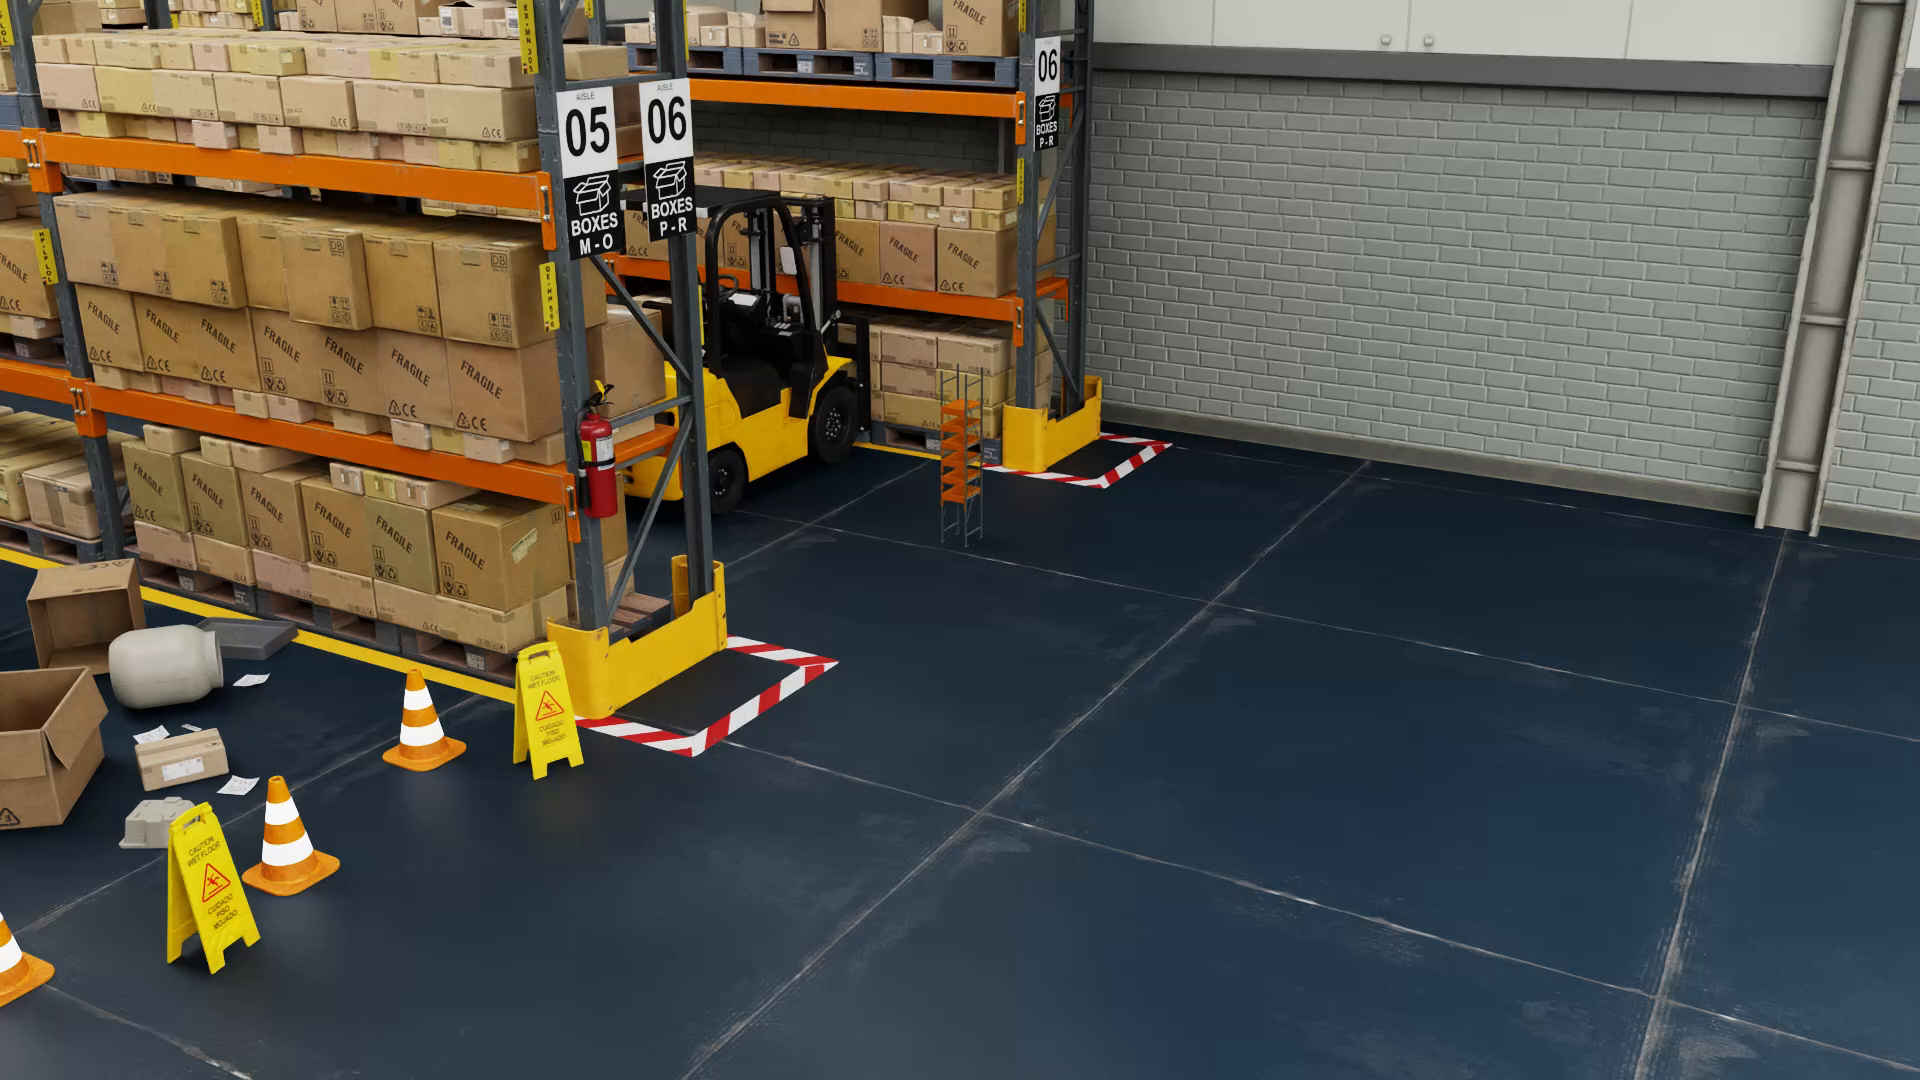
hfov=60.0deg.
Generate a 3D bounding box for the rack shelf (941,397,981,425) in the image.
[{"bbox_3d":[0.013,-0.858,11.046,0.180,0.103,0.258,11,23,27],"label":"rack shelf"}]

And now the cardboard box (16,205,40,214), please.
[{"bbox_3d":[-6.321,-2.028,11.358,0.500,0.500,0.500,11,22,27],"label":"cardboard box"}]

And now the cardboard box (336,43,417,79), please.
[{"bbox_3d":[-2.981,-2.472,8.582,0.250,0.149,0.380,11,23,27],"label":"cardboard box"}]

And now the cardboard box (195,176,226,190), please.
[{"bbox_3d":[-7.343,-3.660,16.661,0.500,0.250,0.500,10,22,25],"label":"cardboard box"}]

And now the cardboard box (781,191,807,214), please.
[{"bbox_3d":[-1.281,-2.747,13.440,0.250,0.149,0.380,10,22,26],"label":"cardboard box"}]

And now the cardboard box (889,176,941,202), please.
[{"bbox_3d":[-0.348,-2.743,12.994,0.250,0.149,0.380,11,23,28],"label":"cardboard box"}]

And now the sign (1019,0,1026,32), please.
[{"bbox_3d":[0.444,-3.754,11.733,0.005,0.325,0.100,11,23,27],"label":"sign"}]

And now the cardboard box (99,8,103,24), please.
[{"bbox_3d":[-8.579,-5.274,16.712,0.250,0.149,0.380,11,23,29],"label":"cardboard box"}]

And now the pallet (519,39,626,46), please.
[{"bbox_3d":[-3.548,-4.252,14.570,1.217,0.209,0.805,10,22,25],"label":"pallet"}]

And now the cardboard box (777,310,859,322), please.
[{"bbox_3d":[-1.166,-1.733,13.694,0.500,0.250,0.500,10,22,26],"label":"cardboard box"}]

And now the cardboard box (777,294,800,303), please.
[{"bbox_3d":[-1.363,-1.972,14.352,0.500,0.250,0.500,11,23,28],"label":"cardboard box"}]

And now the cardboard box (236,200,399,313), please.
[{"bbox_3d":[-3.551,-1.587,9.293,0.500,0.500,0.700,11,22,27],"label":"cardboard box"}]

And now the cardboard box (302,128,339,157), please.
[{"bbox_3d":[-3.249,-2.135,8.821,0.250,0.149,0.380,10,22,26],"label":"cardboard box"}]

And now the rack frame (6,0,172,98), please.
[{"bbox_3d":[-5.189,-4.131,9.557,0.127,3.000,1.000,11,23,27],"label":"rack frame"}]

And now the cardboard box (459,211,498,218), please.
[{"bbox_3d":[-4.199,-2.898,15.176,0.500,0.250,0.500,11,23,28],"label":"cardboard box"}]

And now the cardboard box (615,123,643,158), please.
[{"bbox_3d":[-1.828,-2.089,8.696,0.250,0.149,0.380,11,23,27],"label":"cardboard box"}]

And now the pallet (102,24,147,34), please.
[{"bbox_3d":[-8.314,-5.140,17.014,1.003,0.211,1.213,11,23,27],"label":"pallet"}]

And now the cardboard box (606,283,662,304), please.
[{"bbox_3d":[-3.233,-1.954,15.218,0.625,0.625,0.875,12,23,30],"label":"cardboard box"}]

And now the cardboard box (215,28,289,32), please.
[{"bbox_3d":[-6.830,-4.807,16.039,0.500,0.250,0.500,10,22,26],"label":"cardboard box"}]

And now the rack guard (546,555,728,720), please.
[{"bbox_3d":[-1.763,0.517,9.207,0.348,0.500,1.175,11,23,27],"label":"rack guard"}]

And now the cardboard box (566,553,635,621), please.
[{"bbox_3d":[-2.266,0.233,9.740,0.500,0.250,0.500,11,22,27],"label":"cardboard box"}]

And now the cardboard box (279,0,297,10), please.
[{"bbox_3d":[-6.450,-5.265,16.280,0.250,0.149,0.380,10,22,25],"label":"cardboard box"}]

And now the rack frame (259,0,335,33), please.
[{"bbox_3d":[-6.264,-6.274,15.466,0.127,3.000,1.000,11,23,27],"label":"rack frame"}]

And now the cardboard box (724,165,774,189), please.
[{"bbox_3d":[-1.724,-2.975,13.632,0.250,0.149,0.380,10,22,26],"label":"cardboard box"}]

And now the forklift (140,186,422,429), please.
[{"bbox_3d":[-4.946,-2.080,12.801,3.031,2.935,1.130,3,20,9],"label":"forklift"}]

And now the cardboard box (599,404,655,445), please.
[{"bbox_3d":[-1.893,-0.646,9.114,0.250,0.149,0.380,11,23,28],"label":"cardboard box"}]

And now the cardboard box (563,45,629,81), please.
[{"bbox_3d":[-1.908,-2.432,8.471,0.250,0.149,0.380,11,22,27],"label":"cardboard box"}]

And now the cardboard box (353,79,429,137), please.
[{"bbox_3d":[-2.707,-2.218,8.465,0.500,0.250,0.500,10,22,27],"label":"cardboard box"}]

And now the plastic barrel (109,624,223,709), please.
[{"bbox_3d":[-4.239,0.673,8.890,0.512,0.421,0.421,-7,21,-20],"label":"plastic barrel"}]

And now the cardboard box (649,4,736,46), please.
[{"bbox_3d":[-2.164,-4.191,13.489,0.500,0.311,0.500,11,23,28],"label":"cardboard box"}]

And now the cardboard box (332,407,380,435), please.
[{"bbox_3d":[-3.279,-0.718,9.313,0.250,0.149,0.380,11,22,27],"label":"cardboard box"}]

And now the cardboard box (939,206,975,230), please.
[{"bbox_3d":[0.044,-2.484,12.715,0.250,0.149,0.380,11,23,28],"label":"cardboard box"}]

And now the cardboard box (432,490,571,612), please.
[{"bbox_3d":[-2.524,0.042,9.168,0.500,0.500,0.500,11,23,28],"label":"cardboard box"}]

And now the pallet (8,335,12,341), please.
[{"bbox_3d":[-6.933,-1.569,11.572,1.213,0.211,1.003,11,23,27],"label":"pallet"}]

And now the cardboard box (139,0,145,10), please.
[{"bbox_3d":[-7.841,-5.306,16.394,0.250,0.149,0.380,11,23,27],"label":"cardboard box"}]

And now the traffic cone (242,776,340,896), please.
[{"bbox_3d":[-2.946,1.247,7.250,0.334,0.463,0.336,11,23,27],"label":"traffic cone"}]

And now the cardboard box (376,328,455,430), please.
[{"bbox_3d":[-2.740,-0.925,8.934,0.500,0.500,0.500,11,23,27],"label":"cardboard box"}]

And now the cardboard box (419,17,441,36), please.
[{"bbox_3d":[-4.553,-4.546,14.706,0.250,0.149,0.380,10,22,27],"label":"cardboard box"}]

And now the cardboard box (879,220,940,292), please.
[{"bbox_3d":[-0.286,-2.264,13.060,0.500,0.500,0.500,12,23,29],"label":"cardboard box"}]

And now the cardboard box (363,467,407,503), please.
[{"bbox_3d":[-3.095,-0.347,9.289,0.250,0.149,0.380,11,23,28],"label":"cardboard box"}]

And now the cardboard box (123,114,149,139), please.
[{"bbox_3d":[-4.565,-2.409,9.578,0.250,0.149,0.380,11,23,27],"label":"cardboard box"}]

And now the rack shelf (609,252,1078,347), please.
[{"bbox_3d":[-1.026,-2.118,13.861,4.000,0.370,1.077,11,23,27],"label":"rack shelf"}]

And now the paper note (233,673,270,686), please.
[{"bbox_3d":[-3.918,0.770,9.197,0.148,0.019,0.142,3,20,9],"label":"paper note"}]

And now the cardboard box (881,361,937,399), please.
[{"bbox_3d":[-0.289,-1.338,13.339,0.500,0.250,0.500,11,22,27],"label":"cardboard box"}]

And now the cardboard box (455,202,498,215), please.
[{"bbox_3d":[-4.221,-3.129,15.080,0.500,0.250,0.500,11,23,28],"label":"cardboard box"}]

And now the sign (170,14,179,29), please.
[{"bbox_3d":[-4.931,-3.127,10.429,0.005,0.325,0.100,11,23,27],"label":"sign"}]

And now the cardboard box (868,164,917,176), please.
[{"bbox_3d":[-0.550,-2.983,13.656,0.250,0.149,0.380,10,22,26],"label":"cardboard box"}]

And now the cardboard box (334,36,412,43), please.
[{"bbox_3d":[-3.221,-2.695,9.195,0.250,0.149,0.380,11,23,28],"label":"cardboard box"}]

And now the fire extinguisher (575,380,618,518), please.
[{"bbox_3d":[-1.822,-0.453,8.328,0.183,0.674,0.296,11,23,27],"label":"fire extinguisher"}]

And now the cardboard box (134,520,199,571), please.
[{"bbox_3d":[-4.806,-0.037,10.485,0.500,0.250,0.500,10,22,25],"label":"cardboard box"}]

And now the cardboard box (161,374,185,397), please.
[{"bbox_3d":[-4.578,-0.983,10.045,0.250,0.149,0.380,11,23,27],"label":"cardboard box"}]

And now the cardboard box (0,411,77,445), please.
[{"bbox_3d":[-6.885,-0.593,11.839,0.625,0.372,0.950,12,23,29],"label":"cardboard box"}]

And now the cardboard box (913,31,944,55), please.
[{"bbox_3d":[-0.151,-3.708,12.394,0.250,0.149,0.380,10,22,26],"label":"cardboard box"}]

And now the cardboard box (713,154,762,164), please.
[{"bbox_3d":[-1.909,-3.224,14.319,0.250,0.149,0.380,11,22,27],"label":"cardboard box"}]

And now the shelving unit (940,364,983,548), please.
[{"bbox_3d":[0.013,-0.562,11.154,0.189,1.200,0.258,11,23,27],"label":"shelving unit"}]

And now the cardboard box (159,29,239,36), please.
[{"bbox_3d":[-4.541,-2.969,9.953,0.250,0.149,0.380,10,22,26],"label":"cardboard box"}]

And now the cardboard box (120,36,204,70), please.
[{"bbox_3d":[-4.390,-2.695,9.197,0.250,0.149,0.380,11,22,27],"label":"cardboard box"}]
